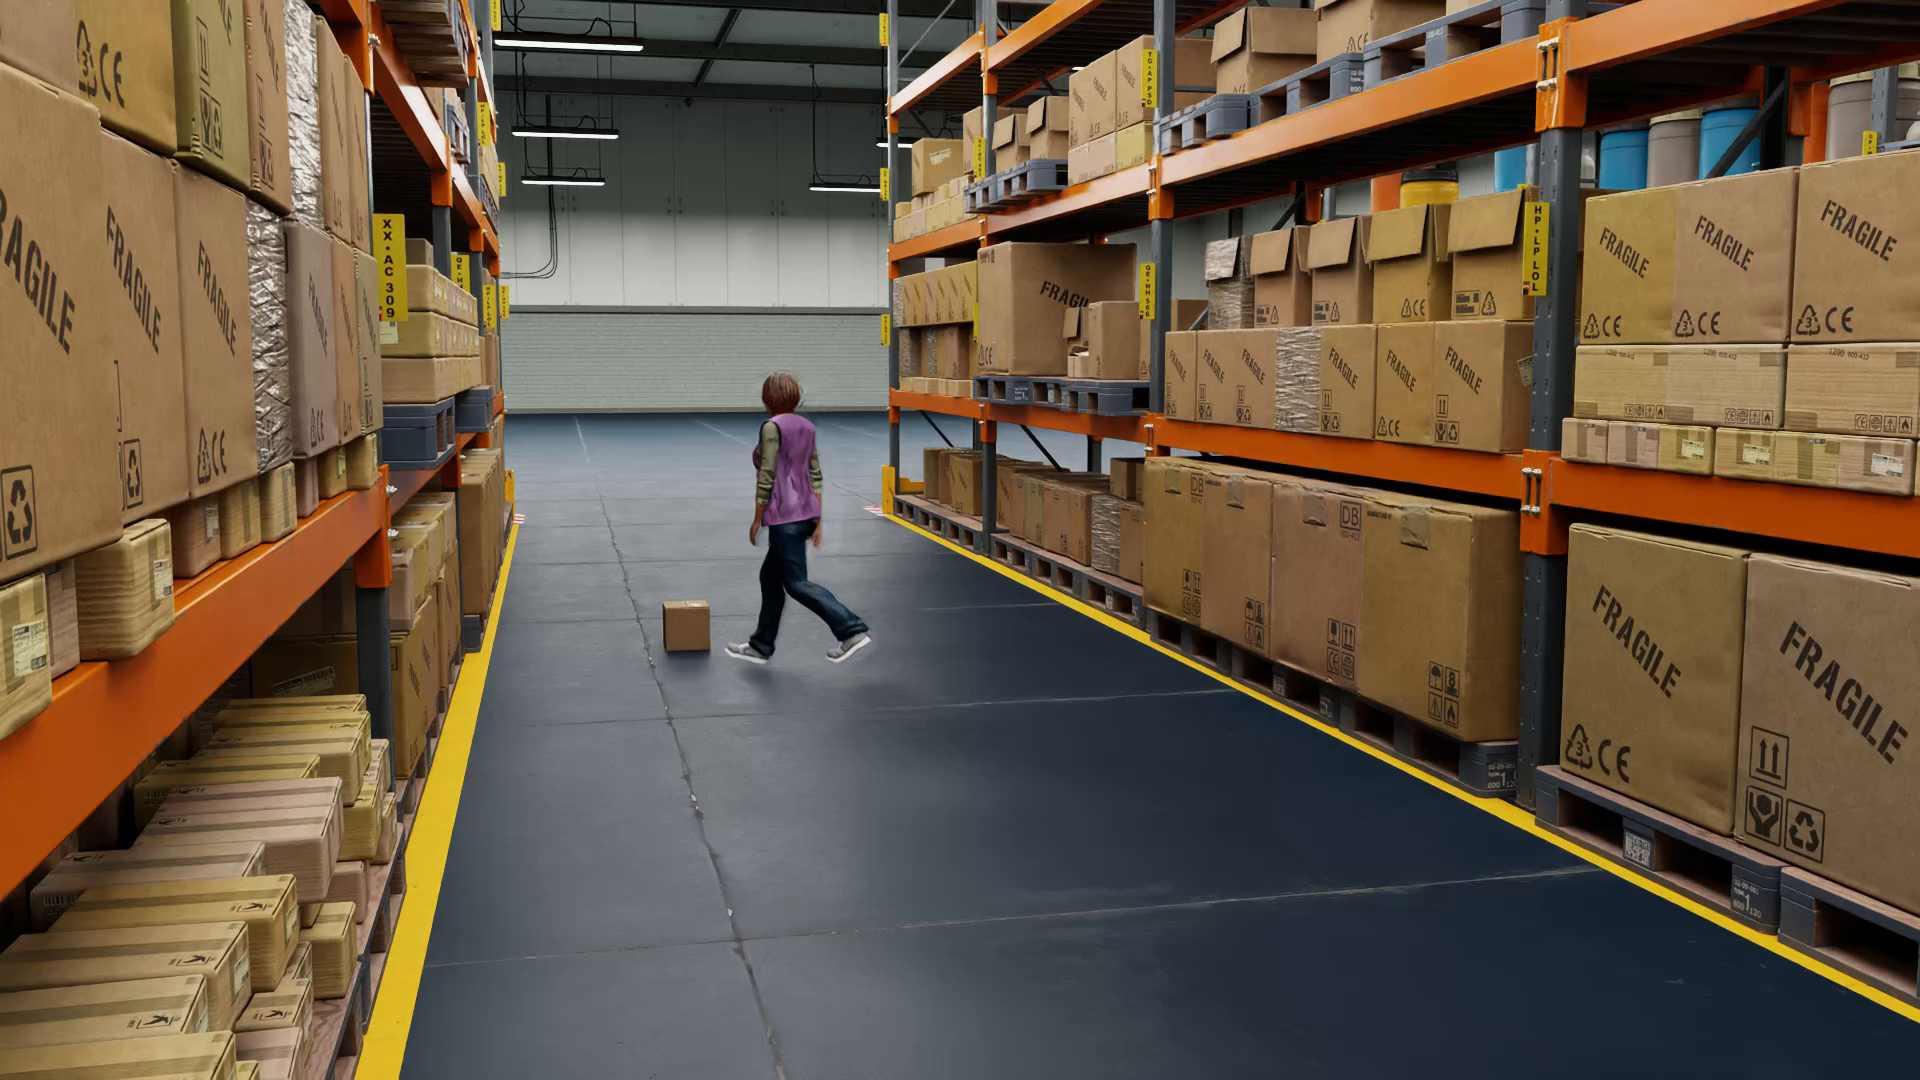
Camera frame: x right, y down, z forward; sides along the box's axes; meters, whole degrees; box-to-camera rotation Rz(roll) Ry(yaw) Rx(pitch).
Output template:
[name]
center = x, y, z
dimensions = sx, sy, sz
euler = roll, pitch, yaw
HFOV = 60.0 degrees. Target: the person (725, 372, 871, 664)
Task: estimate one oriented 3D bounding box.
[person]
center = -0.863, -0.095, 8.710
dimensions = 0.928, 1.557, 0.383
euler = 3, 7, 24
